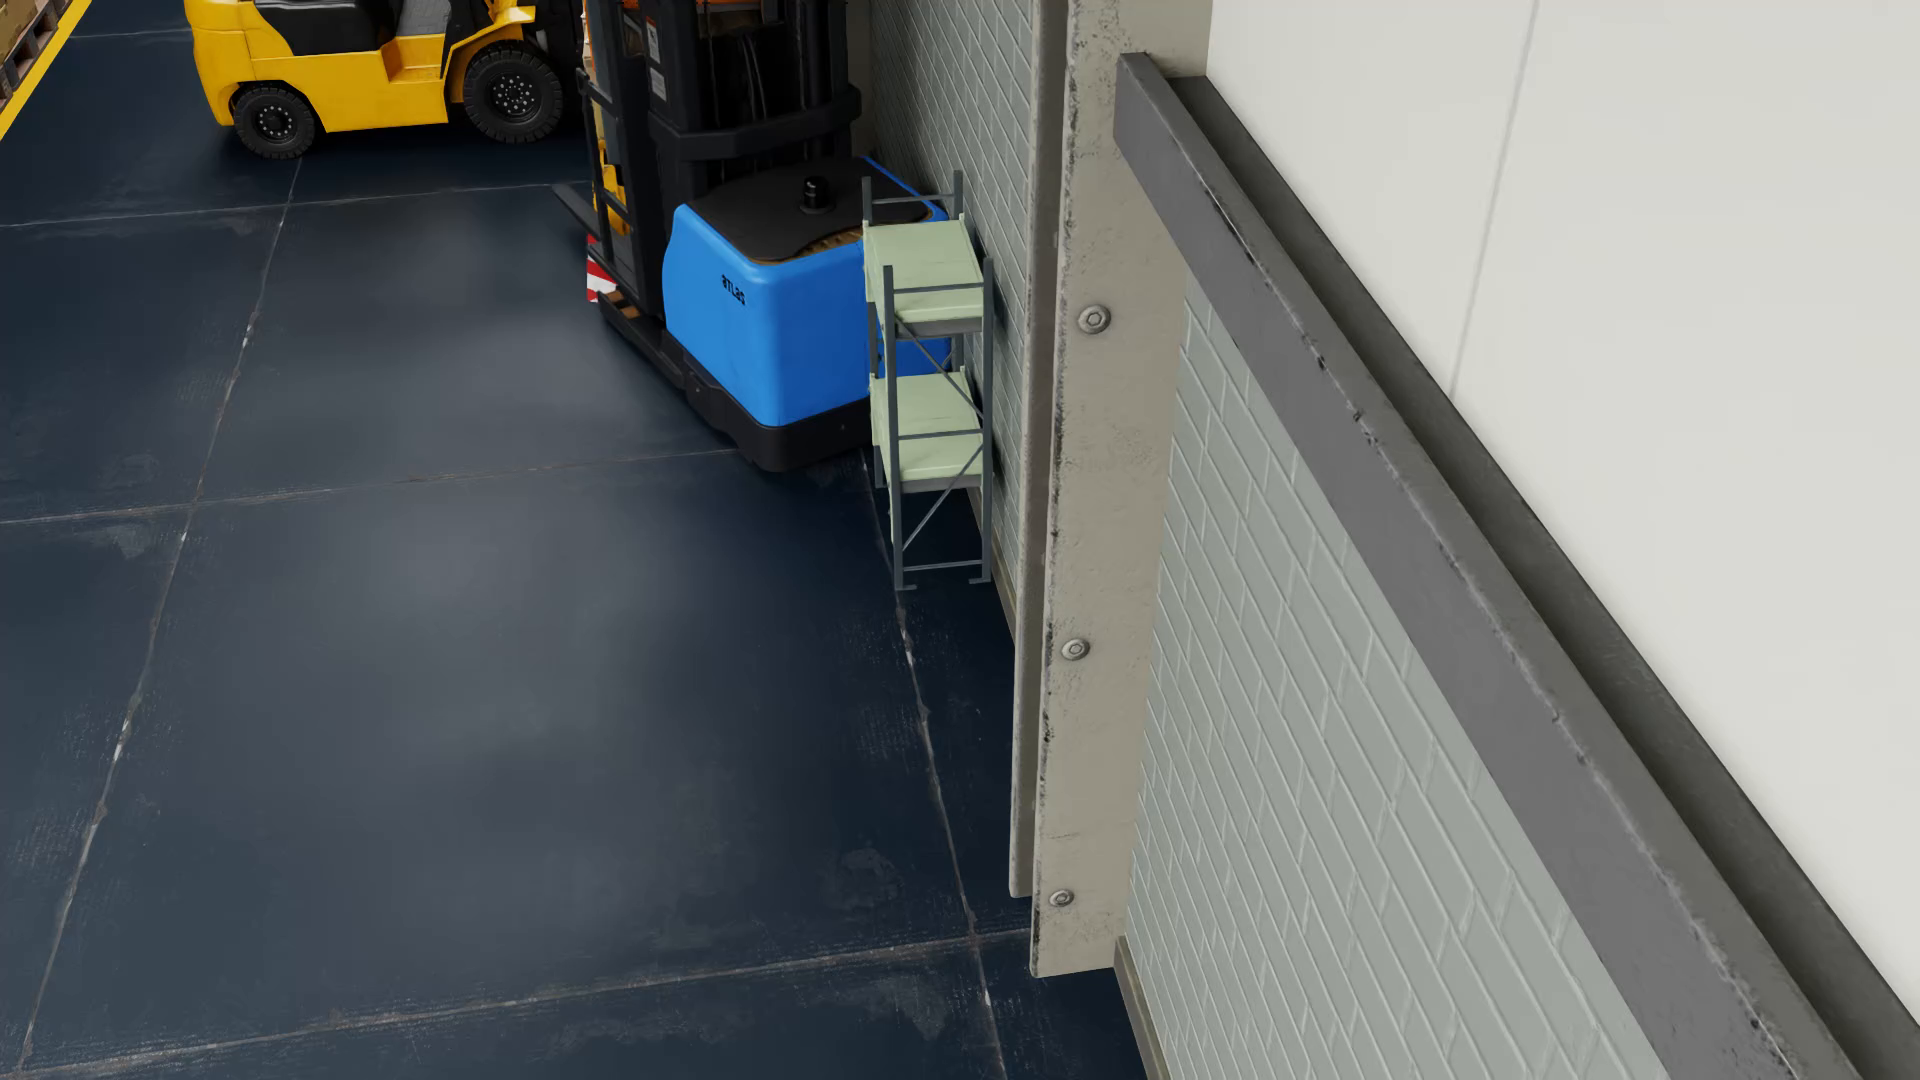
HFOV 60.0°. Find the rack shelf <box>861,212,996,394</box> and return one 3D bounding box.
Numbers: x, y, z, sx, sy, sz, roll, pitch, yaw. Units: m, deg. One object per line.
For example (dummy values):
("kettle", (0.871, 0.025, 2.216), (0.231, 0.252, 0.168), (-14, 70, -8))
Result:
("rack shelf", (-0.131, -0.936, 6.496), (0.431, 0.370, 0.720), (-6, 38, -7))

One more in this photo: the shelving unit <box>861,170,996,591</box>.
("shelving unit", (-0.129, -0.628, 6.735), (0.431, 1.500, 0.755), (-6, 38, -7))

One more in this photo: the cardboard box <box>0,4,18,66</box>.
("cardboard box", (-6.580, -3.312, 10.967), (0.500, 0.250, 0.500), (-7, 38, -9))

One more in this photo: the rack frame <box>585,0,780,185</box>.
("rack frame", (-1.464, -3.001, 8.667), (1.000, 3.000, 0.127), (-6, 38, -8))

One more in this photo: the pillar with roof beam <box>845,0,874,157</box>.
("pillar with roof beam", (-4.937, -5.424, 6.897), (9.100, 9.000, 0.400), (-6, 38, -8))

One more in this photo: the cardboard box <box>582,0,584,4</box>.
("cardboard box", (-2.045, -3.332, 10.177), (0.500, 0.250, 0.500), (-6, 38, -7))

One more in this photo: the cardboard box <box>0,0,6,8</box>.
("cardboard box", (-6.593, -3.621, 10.754), (0.500, 0.500, 0.500), (-6, 38, -7))

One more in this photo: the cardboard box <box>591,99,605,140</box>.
("cardboard box", (-1.857, -2.538, 9.564), (0.500, 0.250, 0.500), (-7, 38, -9))

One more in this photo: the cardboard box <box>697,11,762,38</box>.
("cardboard box", (-1.362, -2.786, 9.475), (0.500, 0.250, 0.500), (-7, 38, -9))

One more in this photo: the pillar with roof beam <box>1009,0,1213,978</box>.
("pillar with roof beam", (-3.885, -1.800, 2.232), (9.100, 9.000, 0.400), (-6, 38, -8))

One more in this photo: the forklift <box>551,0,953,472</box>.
("forklift", (-1.235, -2.337, 7.870), (1.130, 2.935, 3.031), (-22, 43, -25))

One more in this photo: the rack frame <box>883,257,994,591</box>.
("rack frame", (-0.074, -0.406, 6.449), (0.400, 1.500, 0.023), (-6, 38, -7))

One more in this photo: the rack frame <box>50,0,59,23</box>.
("rack frame", (-7.051, -4.881, 11.087), (1.000, 3.000, 0.127), (-6, 38, -8))

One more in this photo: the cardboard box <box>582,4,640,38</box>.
("cardboard box", (-1.947, -3.028, 9.786), (0.500, 0.250, 0.500), (-6, 38, -7))

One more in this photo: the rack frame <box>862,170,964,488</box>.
("rack frame", (-0.184, -0.849, 7.021), (0.400, 1.500, 0.023), (-6, 38, -7))

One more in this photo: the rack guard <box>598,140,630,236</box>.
("rack guard", (-1.460, -1.999, 9.416), (1.175, 0.500, 0.348), (-6, 38, -8))

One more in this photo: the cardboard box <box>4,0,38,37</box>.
("cardboard box", (-6.683, -3.632, 11.379), (0.500, 0.250, 0.500), (-5, 38, -6))

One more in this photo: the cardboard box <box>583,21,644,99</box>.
("cardboard box", (-1.852, -2.720, 9.390), (0.500, 0.250, 0.500), (-5, 38, -6))

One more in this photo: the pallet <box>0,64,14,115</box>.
("pallet", (-6.682, -2.639, 10.475), (1.003, 0.211, 1.213), (-6, 38, -8))

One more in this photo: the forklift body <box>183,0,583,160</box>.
("forklift body", (-3.593, -3.615, 10.150), (2.313, 2.155, 1.214), (-6, 38, -8))

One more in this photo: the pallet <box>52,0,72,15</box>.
("pallet", (-7.189, -4.249, 12.548), (1.003, 0.211, 1.213), (-6, 38, -8))

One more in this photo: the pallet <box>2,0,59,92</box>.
("pallet", (-6.899, -3.377, 11.425), (1.003, 0.211, 1.213), (-6, 38, -8))

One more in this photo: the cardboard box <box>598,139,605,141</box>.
("cardboard box", (-1.857, -2.330, 9.704), (0.500, 0.250, 0.500), (-6, 38, -8))

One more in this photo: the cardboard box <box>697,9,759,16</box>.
("cardboard box", (-1.453, -3.088, 9.863), (0.500, 0.250, 0.500), (-6, 38, -8))

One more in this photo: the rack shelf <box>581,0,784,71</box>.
("rack shelf", (-1.815, -3.925, 10.443), (1.077, 0.370, 4.000), (-6, 38, -8))

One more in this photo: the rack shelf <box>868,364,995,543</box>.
("rack shelf", (-0.128, -0.370, 6.935), (0.431, 0.370, 0.720), (-6, 38, -7))
